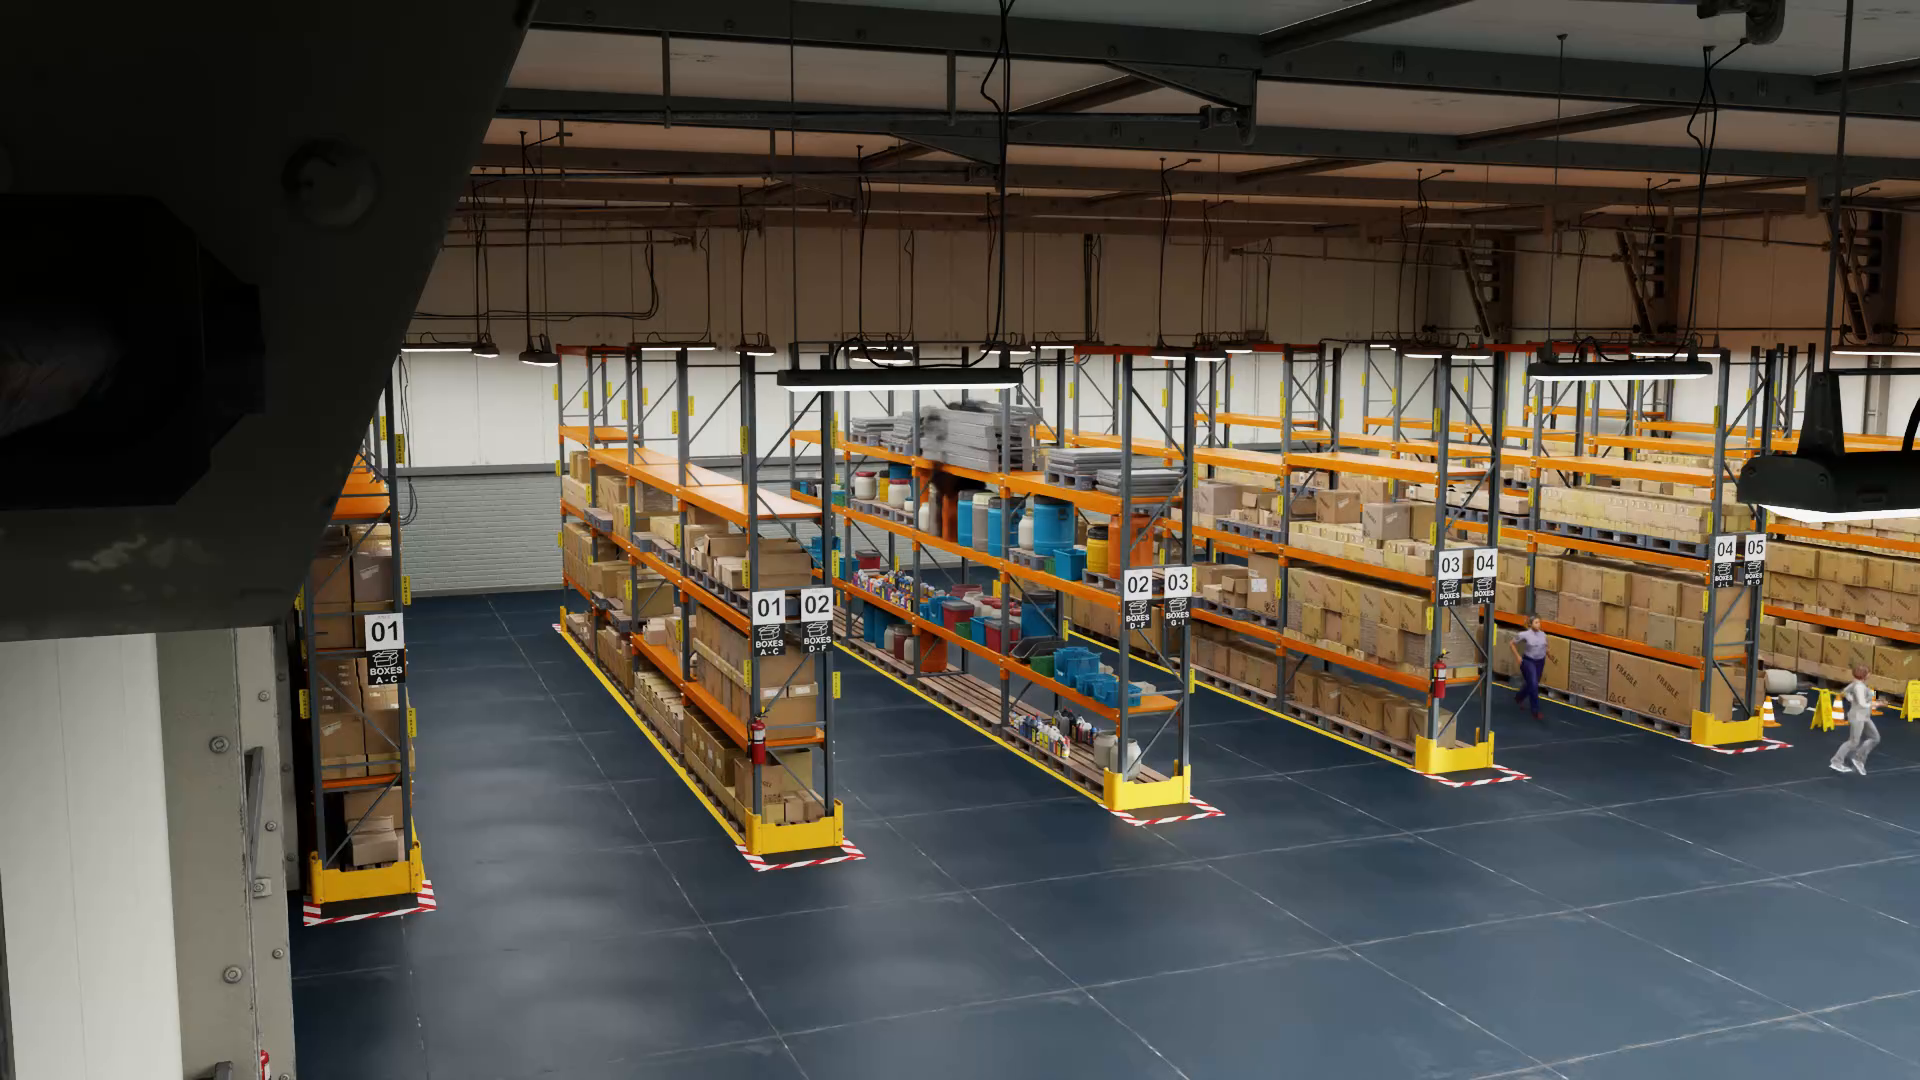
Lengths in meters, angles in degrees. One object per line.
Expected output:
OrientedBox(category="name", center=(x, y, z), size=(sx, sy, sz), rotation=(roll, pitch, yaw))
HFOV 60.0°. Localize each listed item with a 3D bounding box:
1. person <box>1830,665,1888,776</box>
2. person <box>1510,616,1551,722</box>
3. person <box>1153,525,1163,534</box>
OrientedBox(category="person", center=(12.752, 2.554, 23.557), size=(0.672, 1.611, 0.508), rotation=(5, 9, 34))
OrientedBox(category="person", center=(9.347, 2.064, 27.151), size=(0.610, 1.645, 0.896), rotation=(-3, 8, -22))
OrientedBox(category="person", center=(4.622, 0.337, 40.467), size=(0.724, 1.728, 0.656), rotation=(3, 8, 22))
